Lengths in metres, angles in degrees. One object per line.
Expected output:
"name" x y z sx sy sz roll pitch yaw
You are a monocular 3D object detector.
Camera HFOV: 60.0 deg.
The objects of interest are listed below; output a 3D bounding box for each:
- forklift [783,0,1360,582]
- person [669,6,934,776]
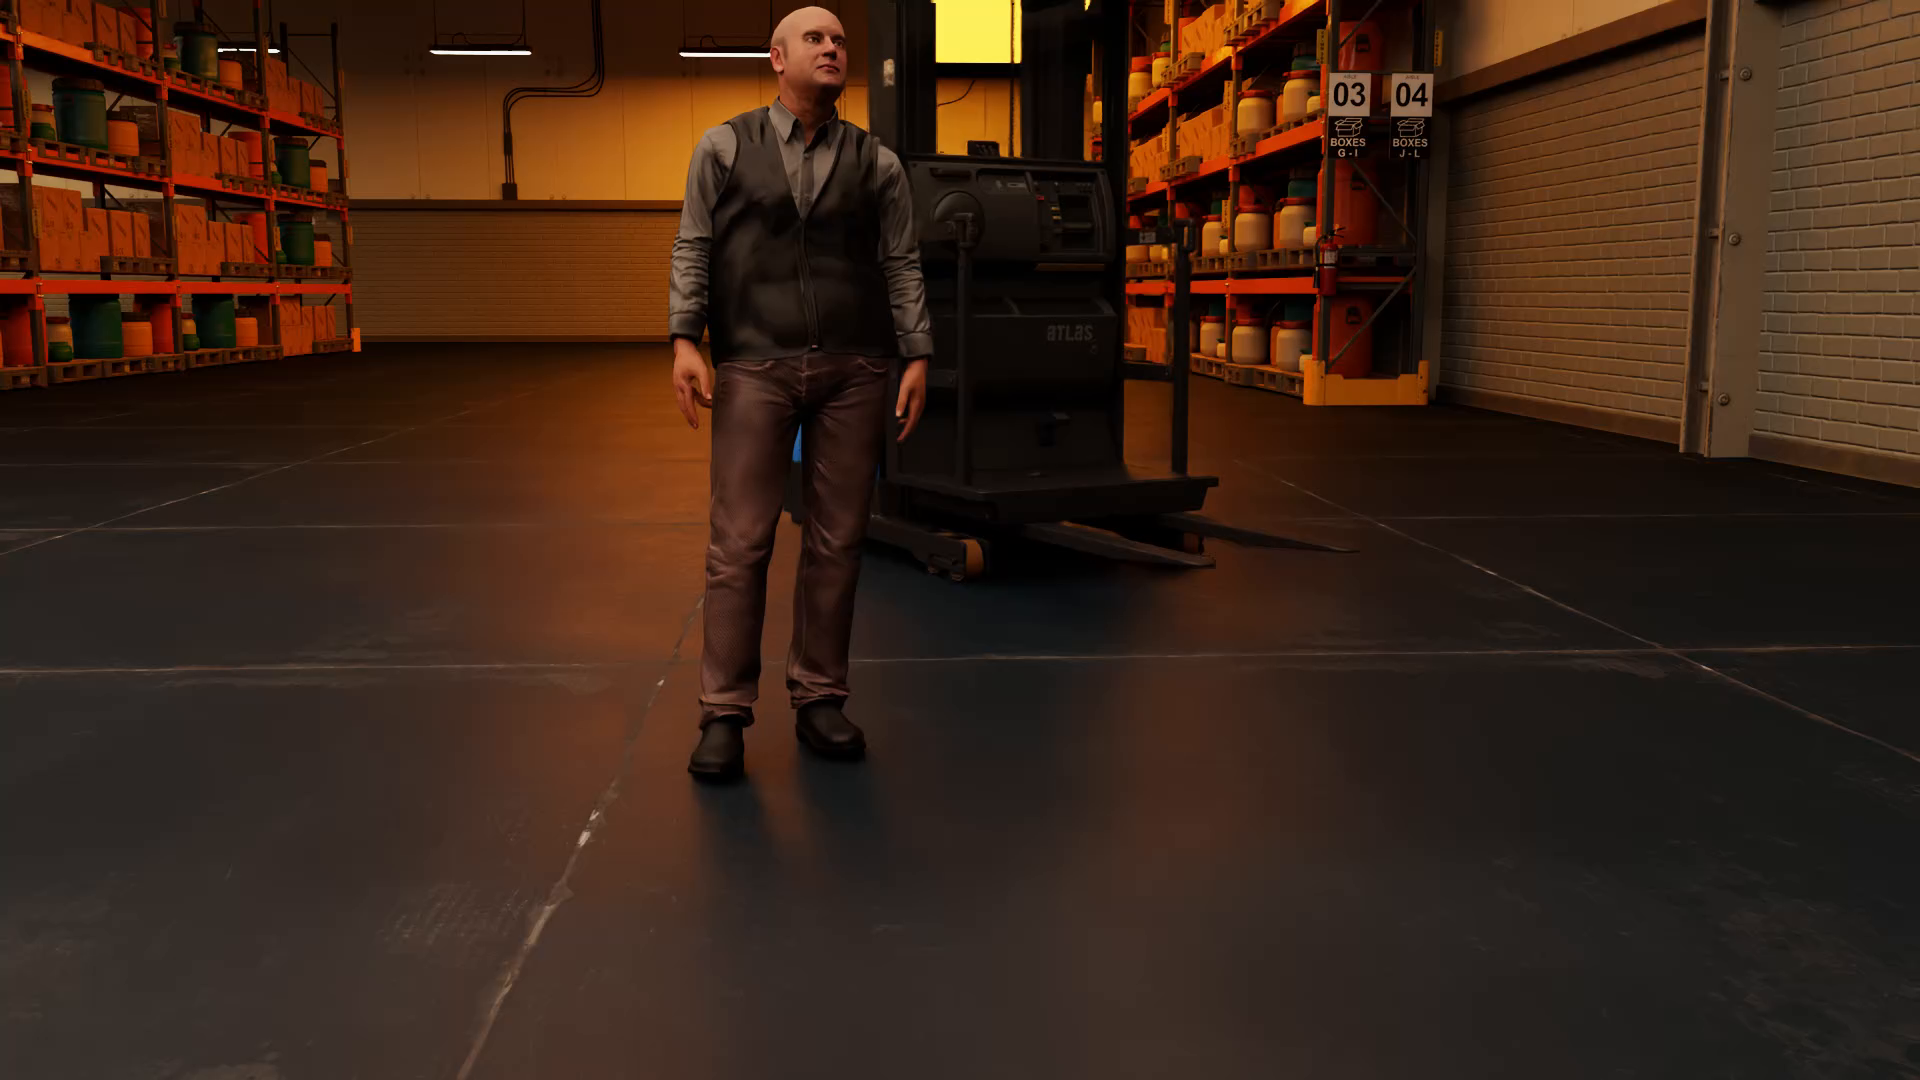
"forklift" 0.323 -1.368 6.541 1.130 2.935 3.031 -5 10 -28
"person" -0.356 -0.365 3.856 0.631 1.720 0.568 -2 9 -15
